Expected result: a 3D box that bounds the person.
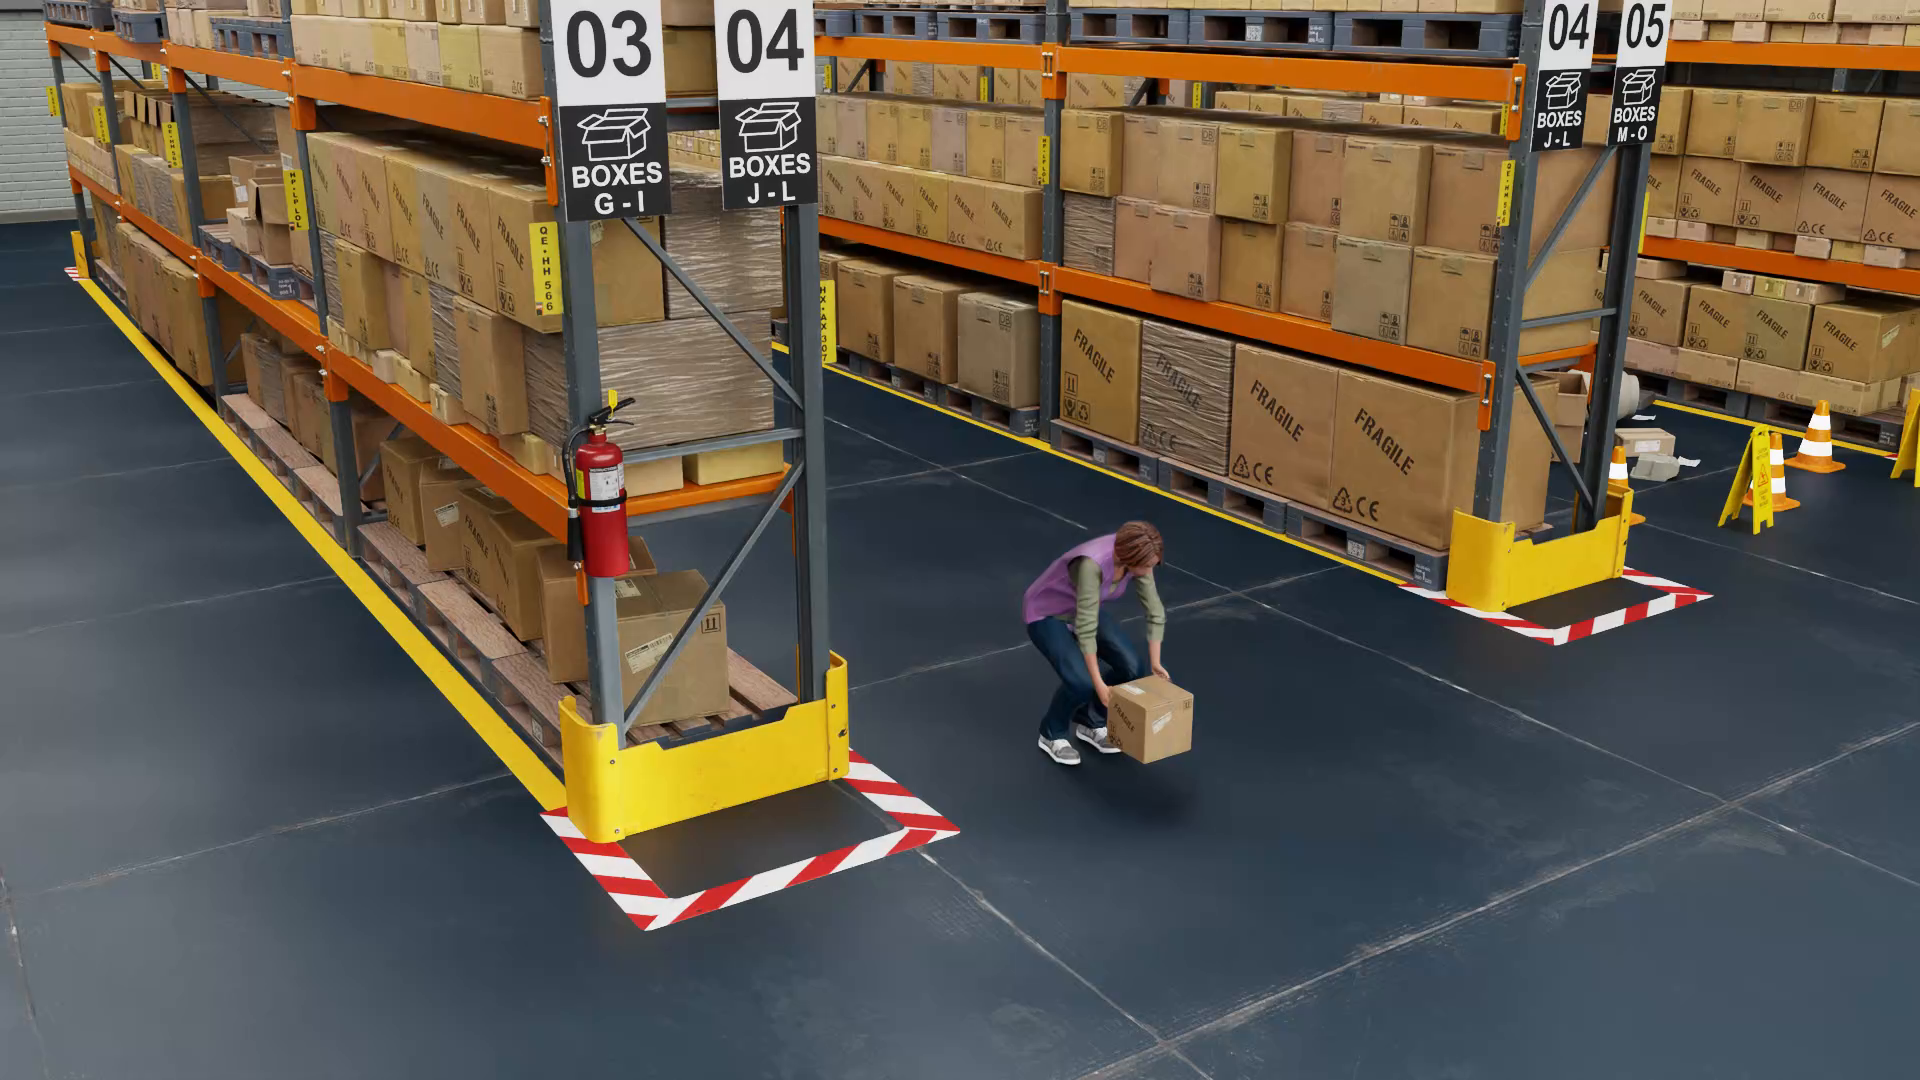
[{"bbox_3d":[0.587,0.405,7.114,0.463,1.122,0.730,-12,22,-31],"label":"person"}]
